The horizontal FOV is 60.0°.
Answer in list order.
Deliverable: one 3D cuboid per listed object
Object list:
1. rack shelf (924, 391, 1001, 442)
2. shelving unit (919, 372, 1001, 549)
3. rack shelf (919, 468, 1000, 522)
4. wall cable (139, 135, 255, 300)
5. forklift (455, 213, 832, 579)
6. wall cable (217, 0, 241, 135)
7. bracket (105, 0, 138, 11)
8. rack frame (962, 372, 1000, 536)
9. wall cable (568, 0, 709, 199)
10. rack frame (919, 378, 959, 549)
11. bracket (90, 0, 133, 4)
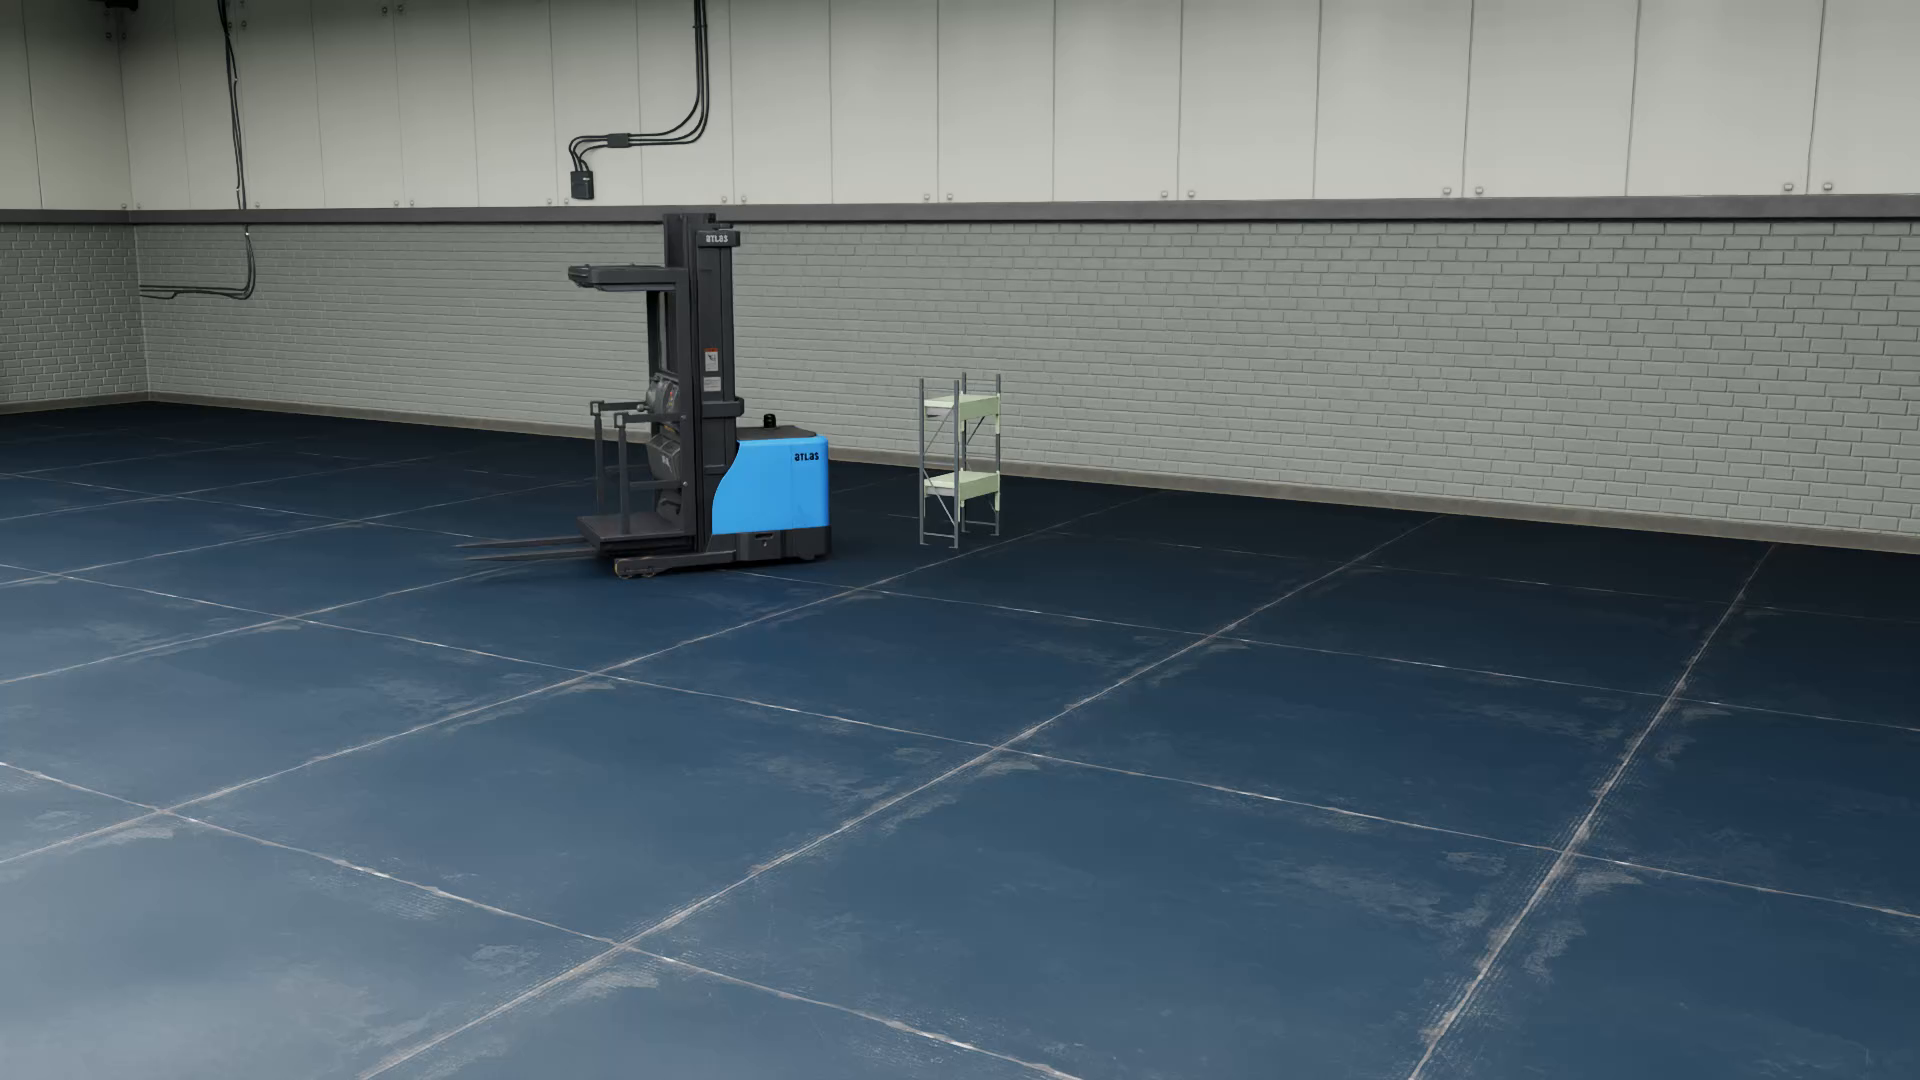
[{"bbox_3d":[0.003,-1.122,15.046,0.431,0.370,0.720,6,12,31],"label":"rack shelf"},{"bbox_3d":[0.003,-0.738,15.118,0.431,1.500,0.755,6,12,31],"label":"shelving unit"},{"bbox_3d":[0.003,-0.418,15.178,0.431,0.370,0.720,6,12,31],"label":"rack shelf"},{"bbox_3d":[-12.238,-5.071,26.320,3.097,2.526,0.112,6,12,31],"label":"wall cable"},{"bbox_3d":[-2.671,-1.234,13.877,3.031,2.935,1.130,-5,12,-23],"label":"forklift"},{"bbox_3d":[-9.926,-7.295,24.474,3.097,2.526,0.112,6,12,31],"label":"wall cable"},{"bbox_3d":[-13.148,-8.433,26.061,0.235,0.232,0.430,6,12,31],"label":"bracket"},{"bbox_3d":[0.193,-0.796,15.425,0.400,1.500,0.023,6,12,31],"label":"rack frame"},{"bbox_3d":[-4.132,-7.359,20.863,2.305,6.003,0.169,6,12,31],"label":"wall cable"},{"bbox_3d":[-0.187,-0.681,14.810,0.400,1.500,0.023,6,12,31],"label":"rack frame"},{"bbox_3d":[-13.455,-8.341,25.565,0.076,0.066,3.189,6,12,31],"label":"bracket"}]
